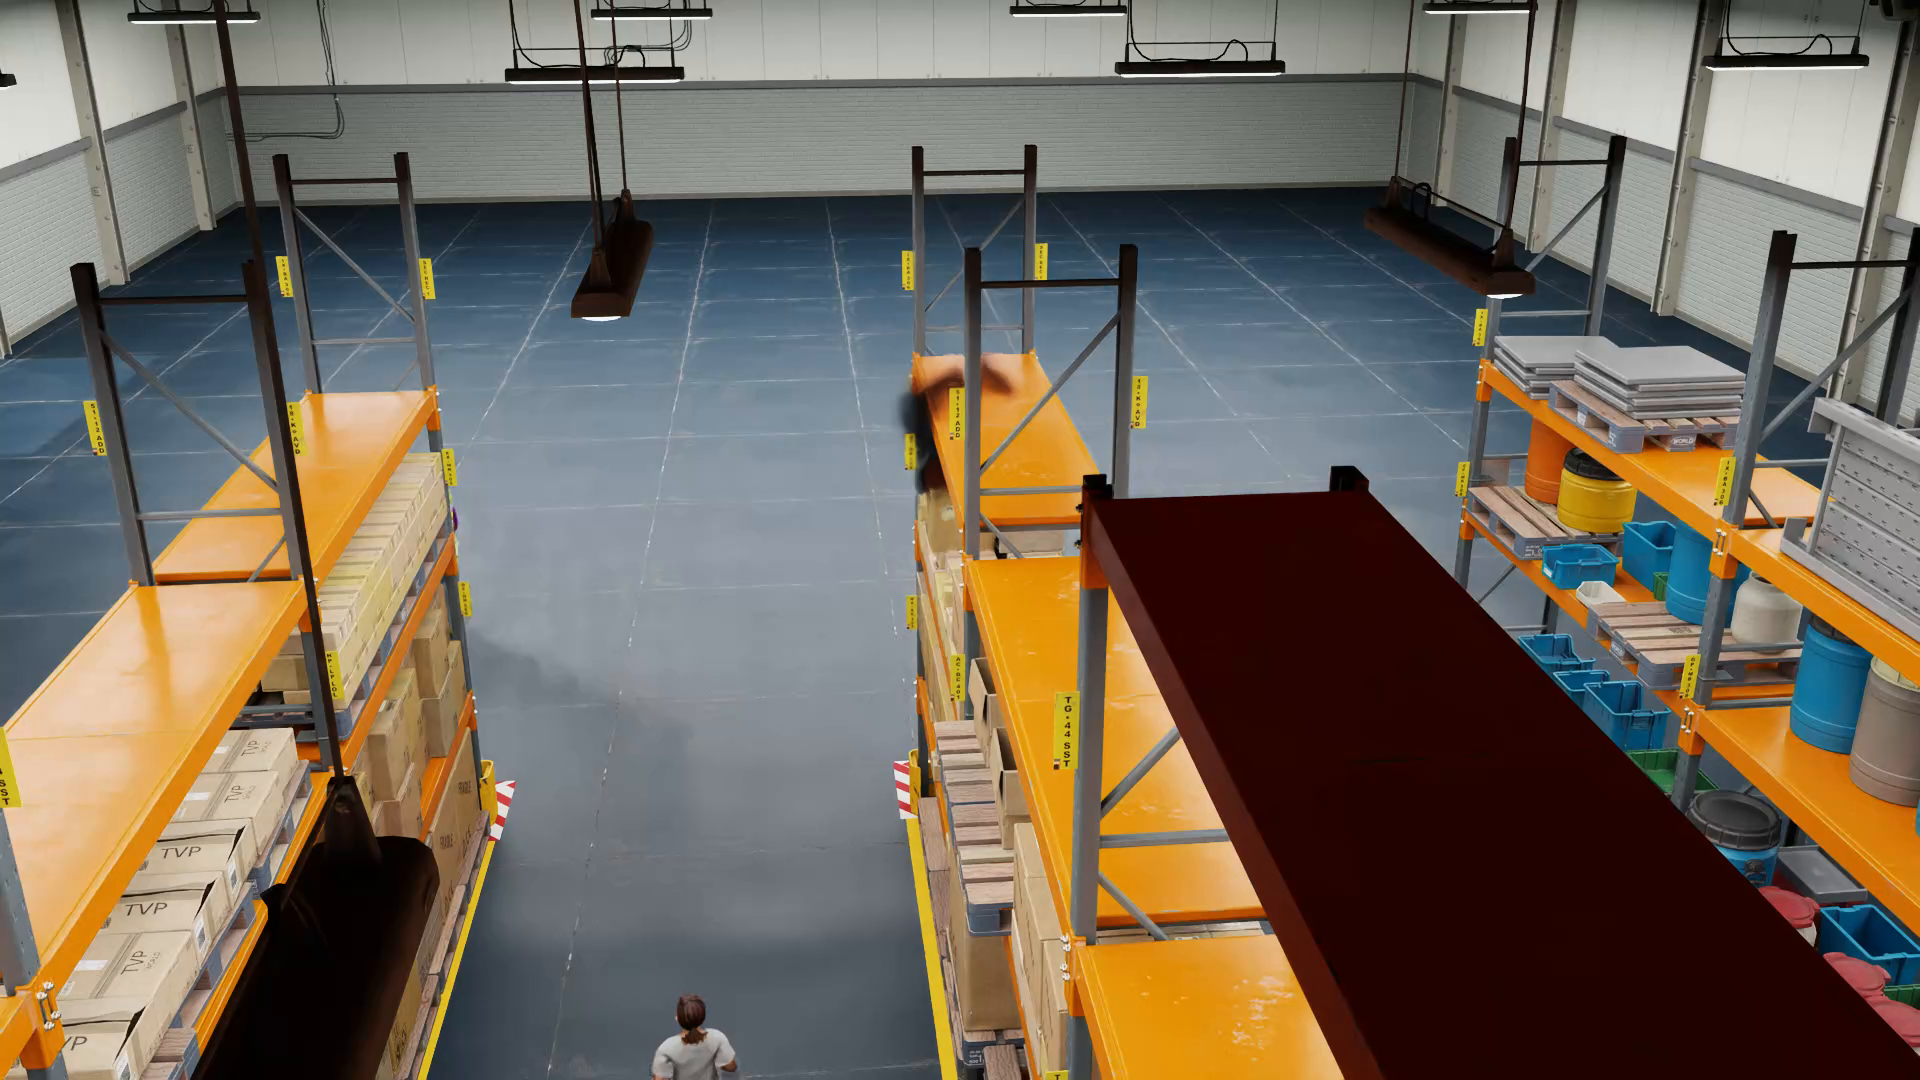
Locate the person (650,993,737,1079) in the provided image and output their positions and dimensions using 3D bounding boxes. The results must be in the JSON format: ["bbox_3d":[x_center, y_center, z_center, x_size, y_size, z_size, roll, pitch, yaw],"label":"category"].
[{"bbox_3d":[-1.685,3.529,10.512,0.560,1.622,0.577,-7,23,-17],"label":"person"}]

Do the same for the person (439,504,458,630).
[{"bbox_3d":[-5.958,0.173,18.816,0.797,1.734,0.732,20,29,41],"label":"person"}]
